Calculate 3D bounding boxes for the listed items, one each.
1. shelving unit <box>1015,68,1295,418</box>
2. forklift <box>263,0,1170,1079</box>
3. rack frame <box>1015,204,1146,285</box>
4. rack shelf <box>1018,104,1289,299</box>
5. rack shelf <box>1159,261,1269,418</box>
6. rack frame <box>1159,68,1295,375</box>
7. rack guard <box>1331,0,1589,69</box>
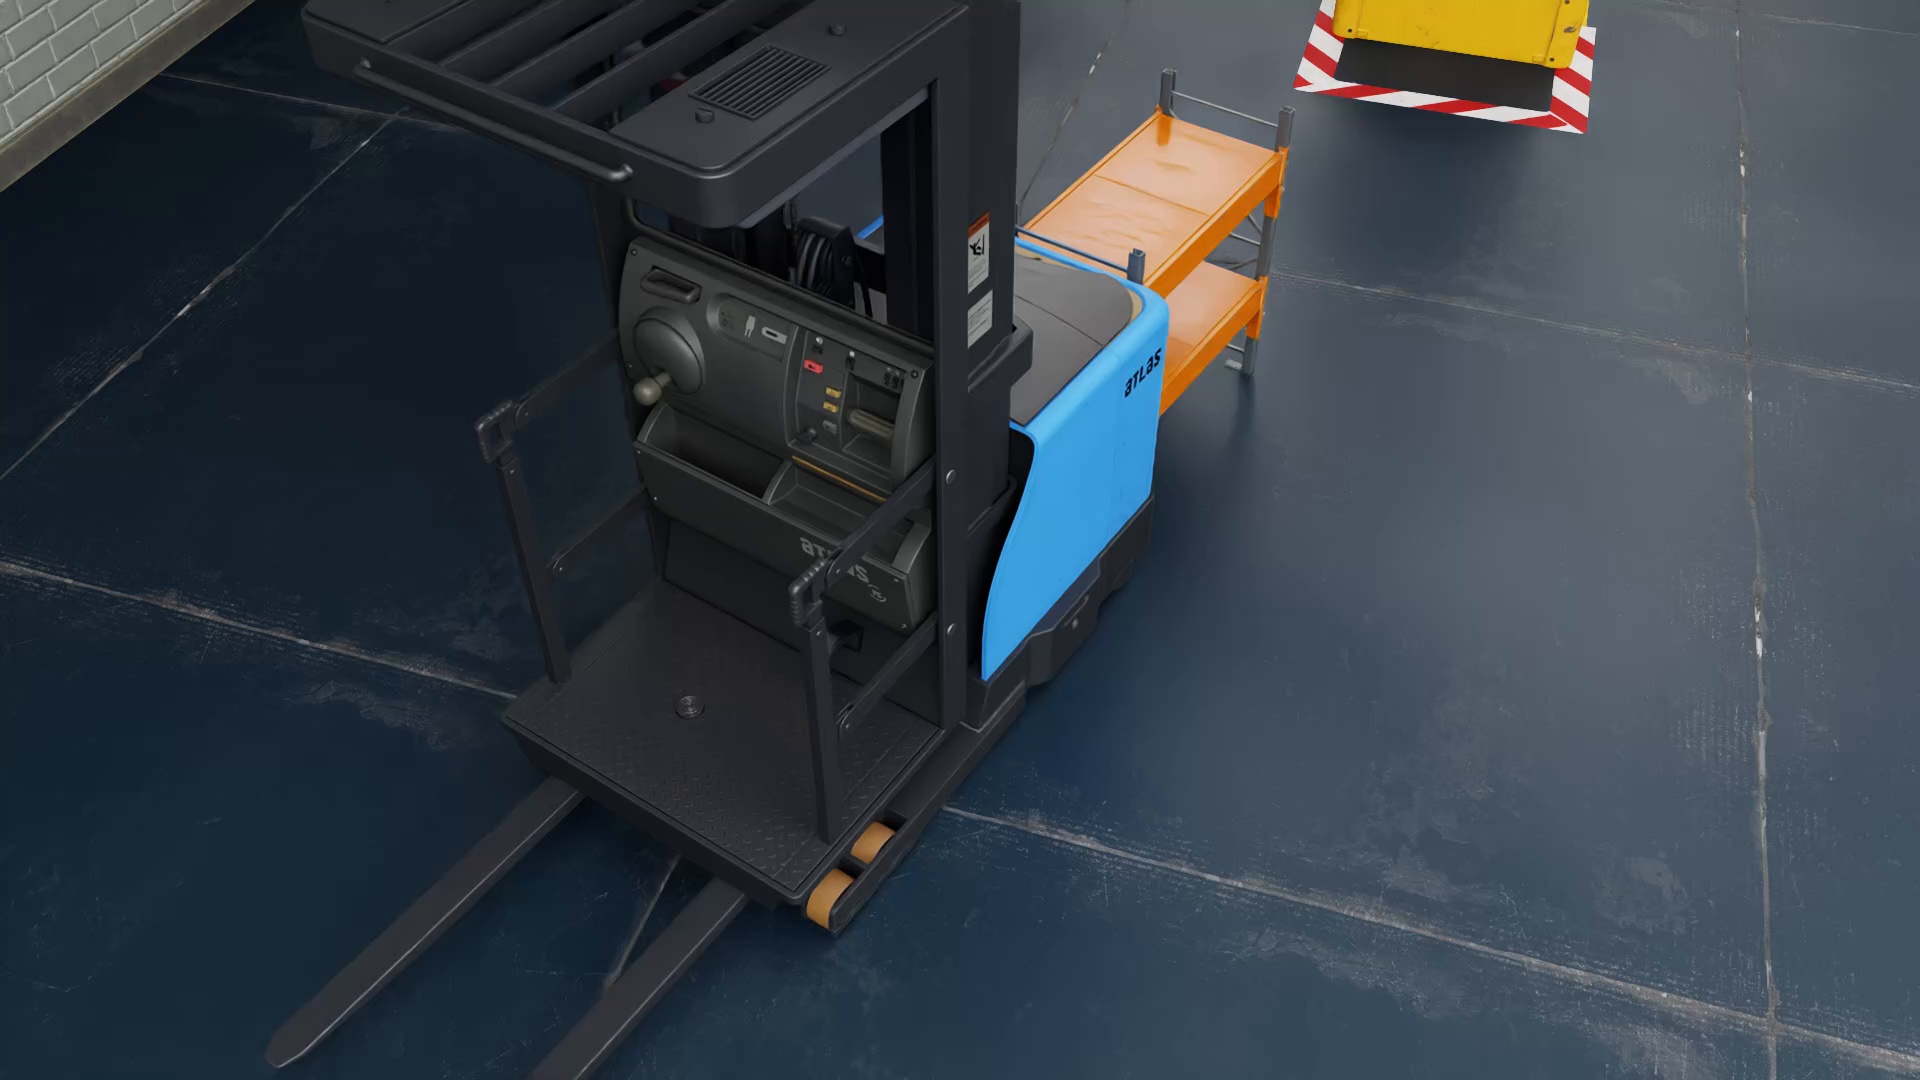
[{"bbox_3d":[0.635,-0.853,5.817,0.538,1.125,1.048,26,50,24],"label":"shelving unit"},{"bbox_3d":[-0.602,-0.350,4.012,1.130,2.935,3.031,26,50,24],"label":"forklift"},{"bbox_3d":[0.348,-0.559,5.517,0.500,1.125,0.032,26,50,24],"label":"rack frame"},{"bbox_3d":[0.635,-1.062,5.613,0.538,0.278,1.000,26,50,24],"label":"rack shelf"},{"bbox_3d":[0.635,-0.678,5.988,0.538,0.278,1.000,26,50,24],"label":"rack shelf"},{"bbox_3d":[0.922,-1.146,6.117,0.500,1.125,0.032,26,50,24],"label":"rack frame"},{"bbox_3d":[2.461,-2.700,8.152,1.175,0.500,0.348,13,46,13],"label":"rack guard"}]
